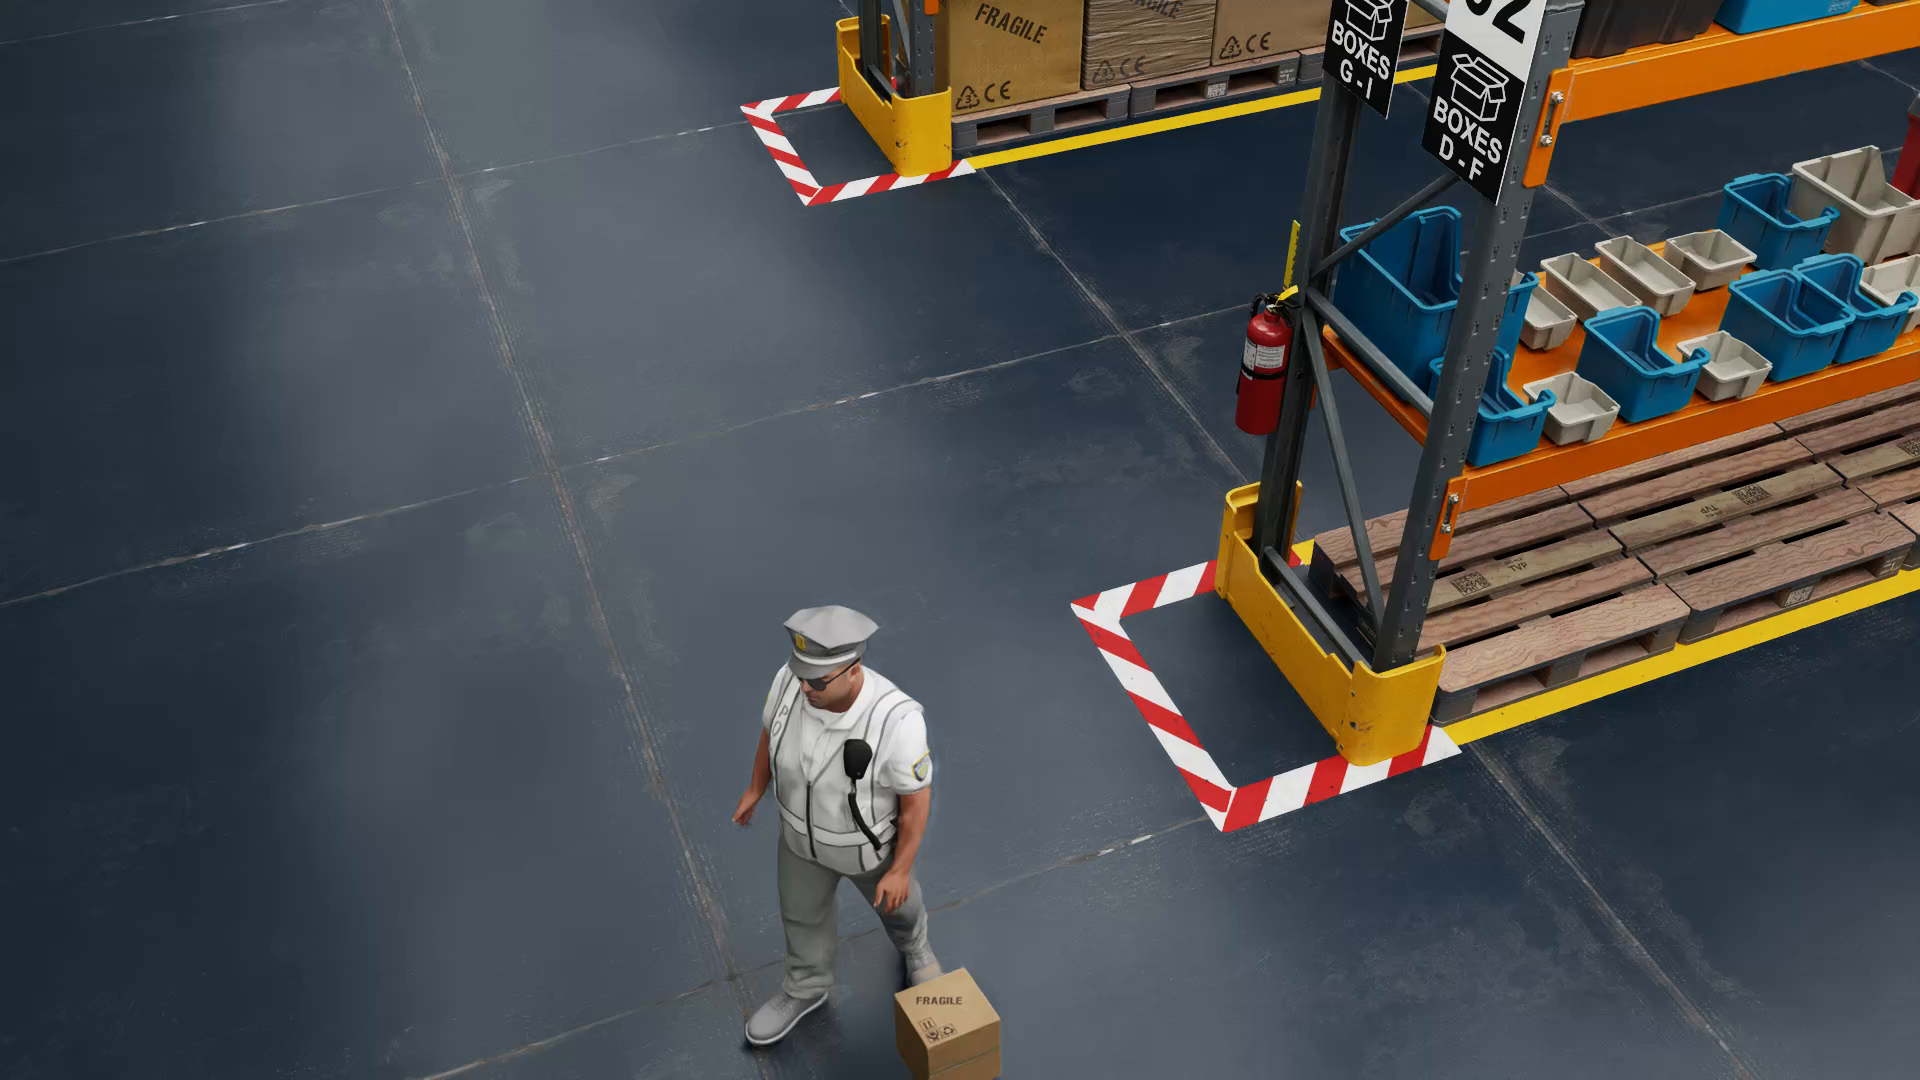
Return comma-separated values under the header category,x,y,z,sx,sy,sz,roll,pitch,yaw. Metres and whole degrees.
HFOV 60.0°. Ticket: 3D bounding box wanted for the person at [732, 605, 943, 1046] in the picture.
category,x,y,z,sx,sy,sz,roll,pitch,yaw
person,-0.406,0.887,5.131,0.671,1.754,0.653,18,45,19
